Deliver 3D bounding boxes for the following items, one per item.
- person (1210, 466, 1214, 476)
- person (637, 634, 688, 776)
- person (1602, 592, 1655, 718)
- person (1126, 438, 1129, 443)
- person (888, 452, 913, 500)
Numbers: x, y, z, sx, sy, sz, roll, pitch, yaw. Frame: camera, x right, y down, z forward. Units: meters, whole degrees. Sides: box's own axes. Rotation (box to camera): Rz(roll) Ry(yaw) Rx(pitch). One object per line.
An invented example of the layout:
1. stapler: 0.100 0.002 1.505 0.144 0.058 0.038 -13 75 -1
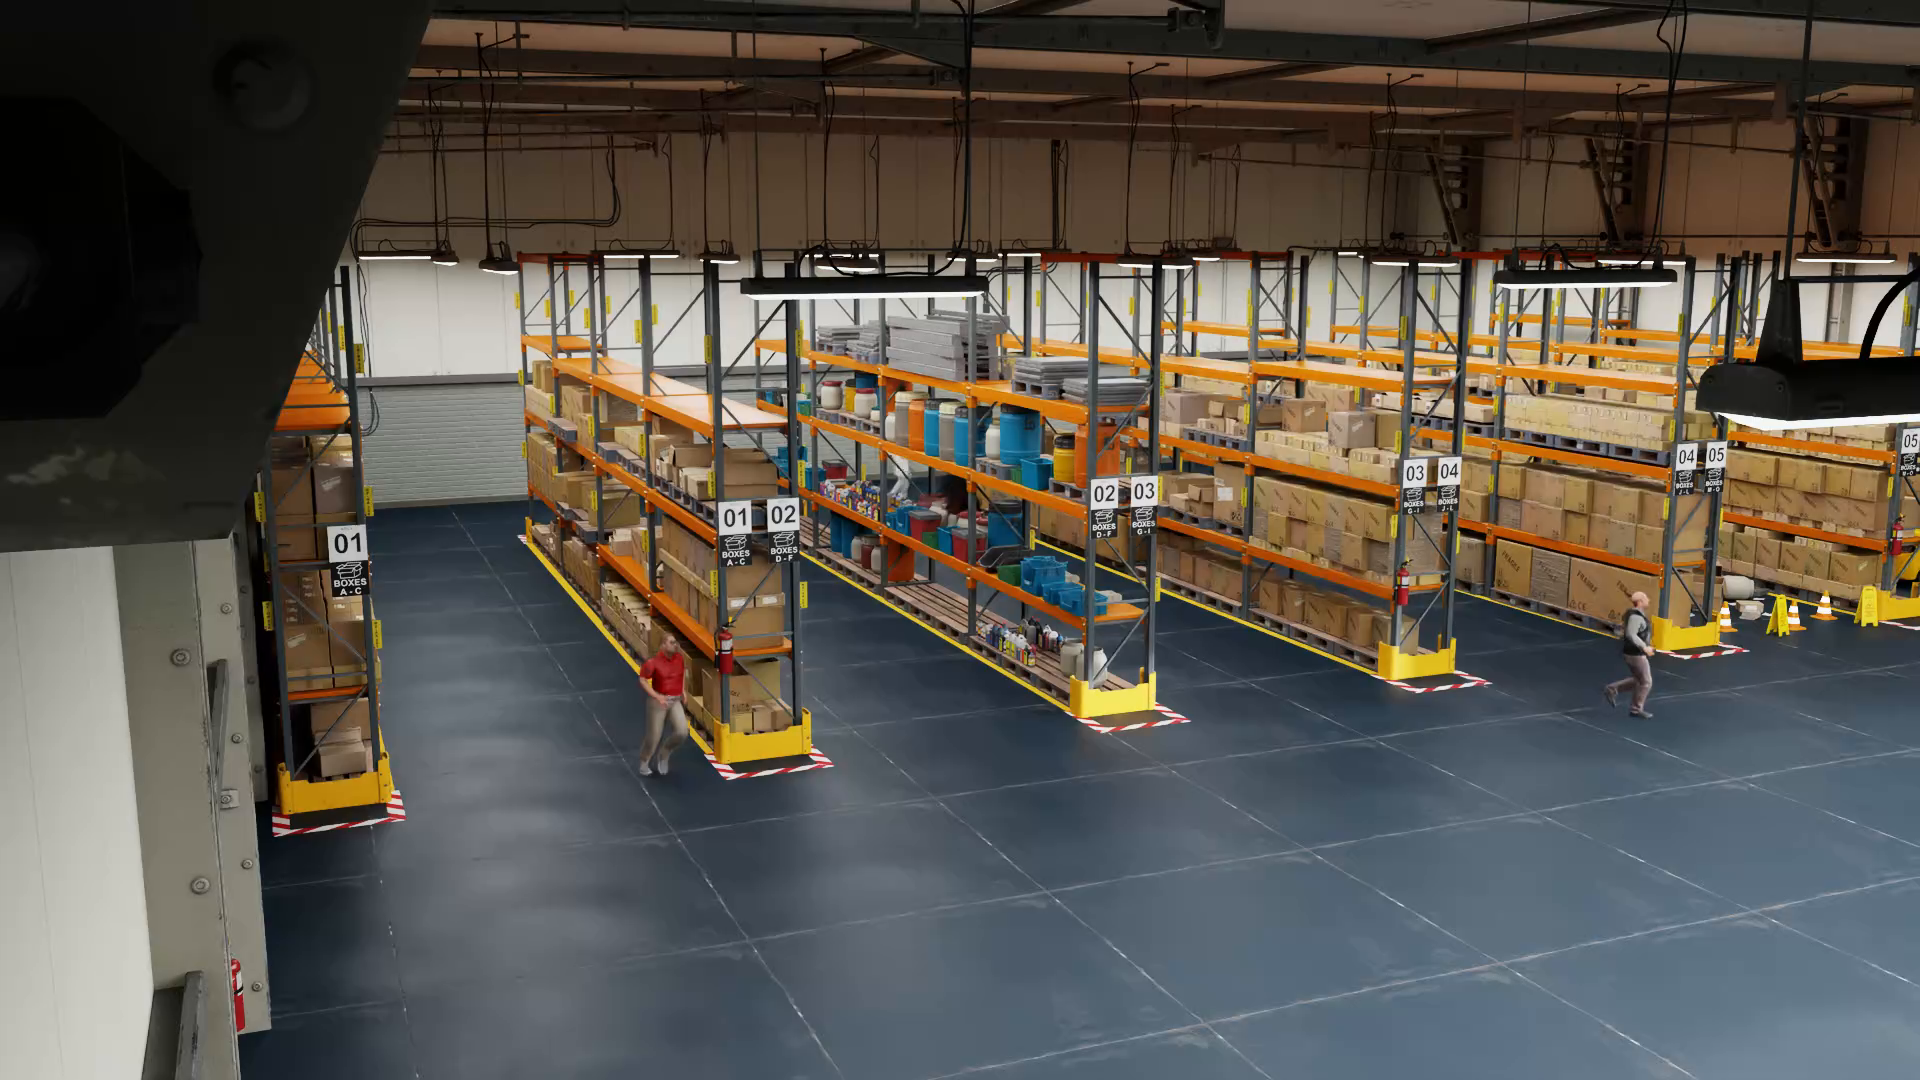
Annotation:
1. person: 6.612 -2.275 42.984 0.514 1.595 0.882 10 14 43
2. person: -3.472 1.952 19.749 0.721 1.693 0.611 -9 14 -42
3. person: 8.909 1.515 22.056 0.648 1.690 0.682 3 11 17
4. person: 4.138 -1.973 41.429 0.746 1.609 0.748 -3 11 -15
5. person: -1.360 -1.747 39.713 0.738 1.824 0.685 -3 11 -17
